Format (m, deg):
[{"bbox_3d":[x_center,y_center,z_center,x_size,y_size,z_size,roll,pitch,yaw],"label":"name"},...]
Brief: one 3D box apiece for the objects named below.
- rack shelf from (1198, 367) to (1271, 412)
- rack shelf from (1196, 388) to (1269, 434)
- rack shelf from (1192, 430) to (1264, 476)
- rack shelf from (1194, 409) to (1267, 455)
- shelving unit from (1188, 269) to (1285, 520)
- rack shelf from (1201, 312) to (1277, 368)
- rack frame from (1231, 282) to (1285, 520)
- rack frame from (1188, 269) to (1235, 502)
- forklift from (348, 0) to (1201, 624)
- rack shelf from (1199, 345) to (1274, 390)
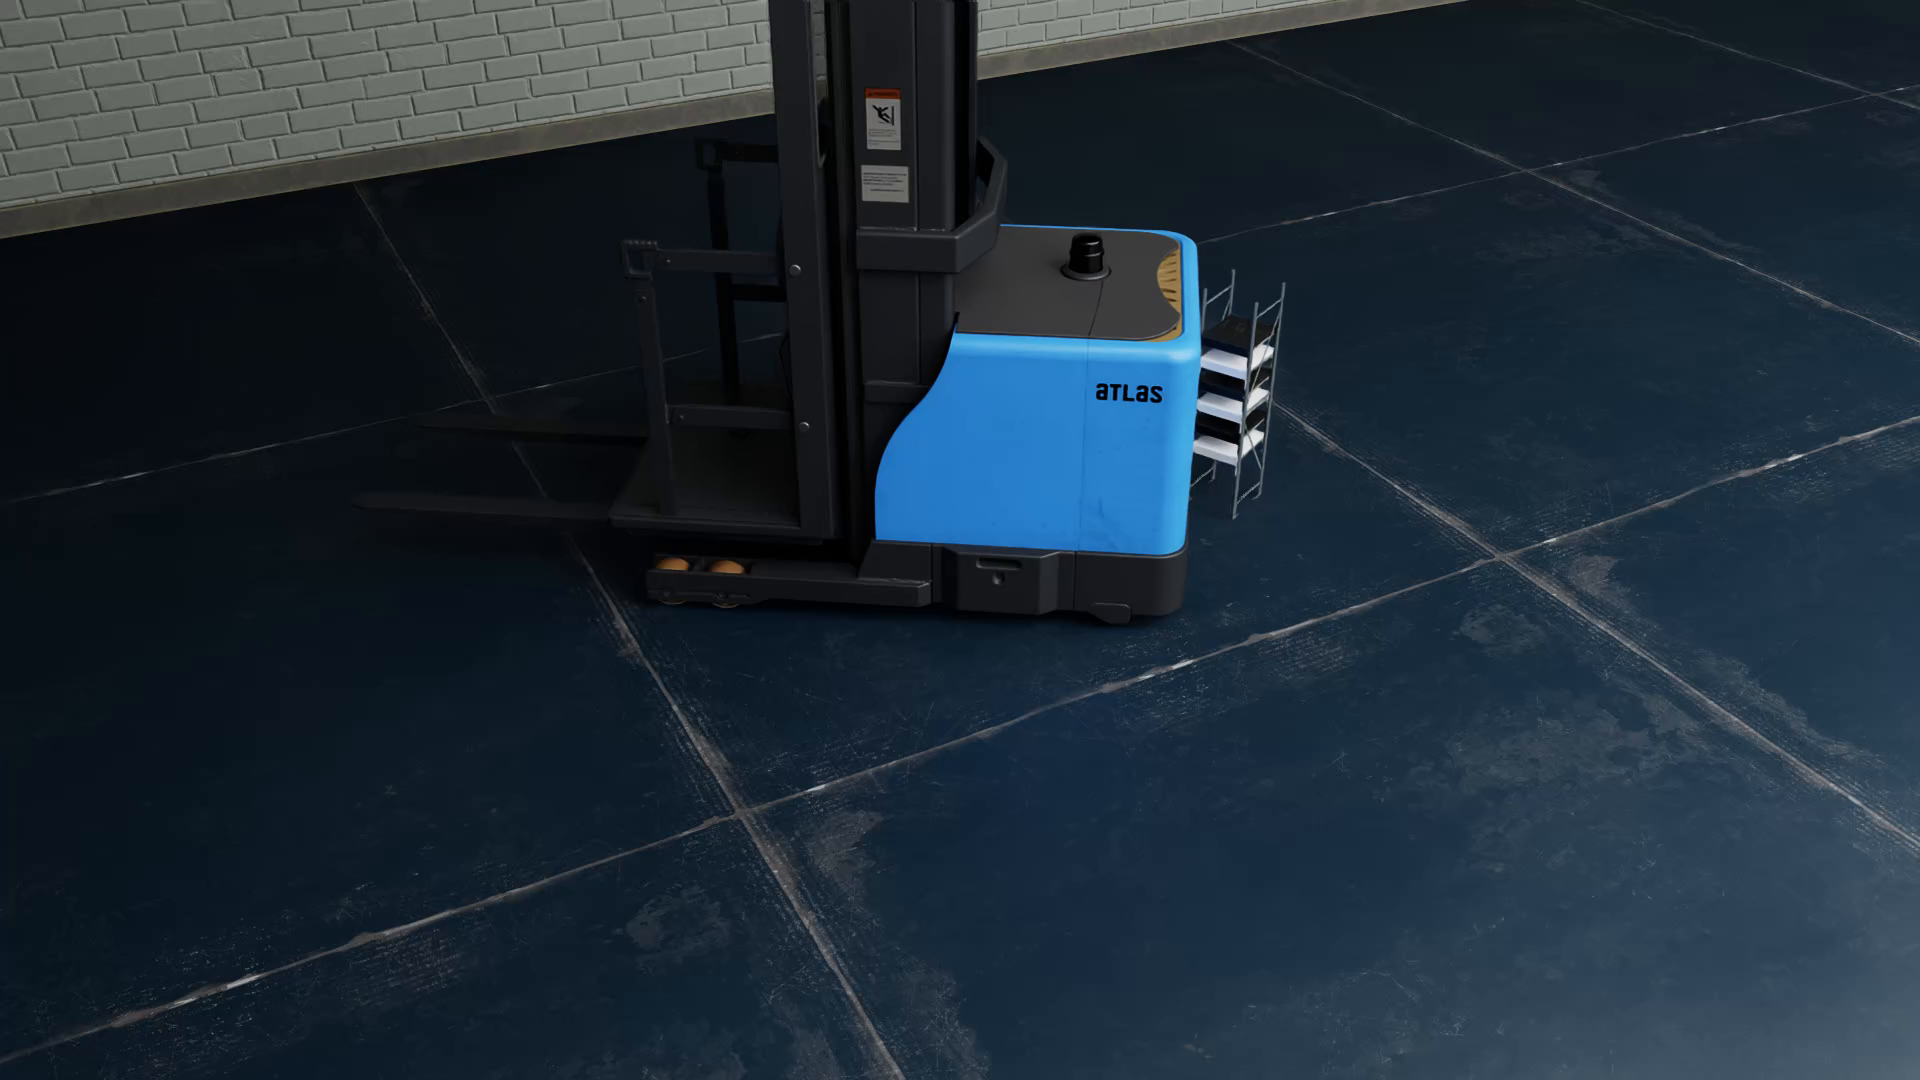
[{"bbox_3d":[1.028,-0.587,6.226,0.200,0.077,0.258,21,38,29],"label":"rack shelf"},{"bbox_3d":[1.028,-0.511,6.274,0.200,0.077,0.258,21,38,29],"label":"rack shelf"},{"bbox_3d":[1.027,-0.359,6.371,0.200,0.077,0.258,21,38,29],"label":"rack shelf"},{"bbox_3d":[1.027,-0.435,6.322,0.200,0.077,0.258,21,38,29],"label":"rack shelf"},{"bbox_3d":[1.028,-0.539,6.256,0.210,0.900,0.258,21,38,29],"label":"shelving unit"},{"bbox_3d":[1.028,-0.739,6.129,0.200,0.077,0.258,21,38,29],"label":"rack shelf"},{"bbox_3d":[1.111,-0.508,6.207,0.006,0.900,0.240,21,38,29],"label":"rack frame"},{"bbox_3d":[0.945,-0.571,6.305,0.006,0.900,0.240,21,38,29],"label":"rack frame"},{"bbox_3d":[-0.686,-1.273,5.520,3.031,2.935,1.130,3,33,5],"label":"forklift"},{"bbox_3d":[1.028,-0.663,6.177,0.200,0.077,0.258,21,38,29],"label":"rack shelf"}]
